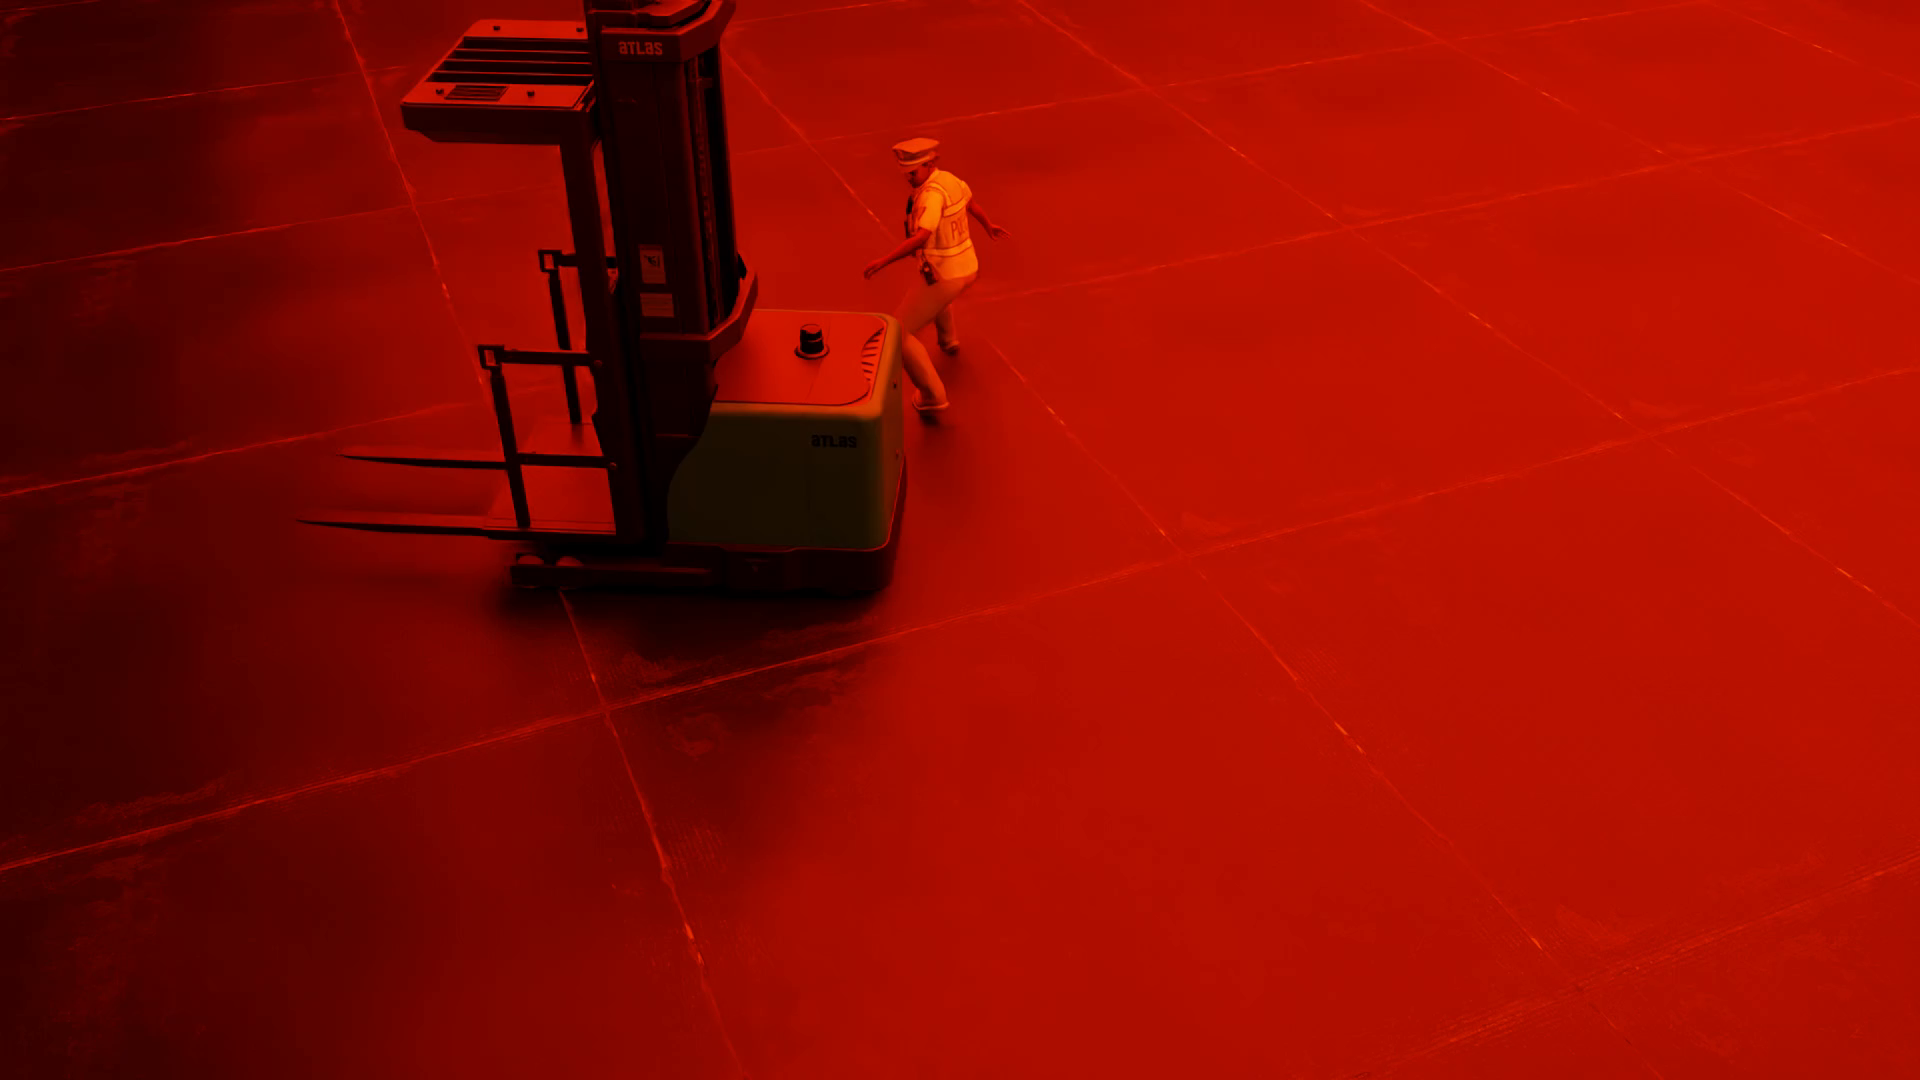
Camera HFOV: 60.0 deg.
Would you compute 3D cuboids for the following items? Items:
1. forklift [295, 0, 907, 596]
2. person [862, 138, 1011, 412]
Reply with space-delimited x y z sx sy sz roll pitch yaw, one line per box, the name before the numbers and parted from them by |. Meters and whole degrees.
forklift | -1.825 -1.248 7.854 3.031 2.935 1.130 2 35 3
person | -0.123 -1.544 9.587 0.506 1.603 1.065 14 38 19
